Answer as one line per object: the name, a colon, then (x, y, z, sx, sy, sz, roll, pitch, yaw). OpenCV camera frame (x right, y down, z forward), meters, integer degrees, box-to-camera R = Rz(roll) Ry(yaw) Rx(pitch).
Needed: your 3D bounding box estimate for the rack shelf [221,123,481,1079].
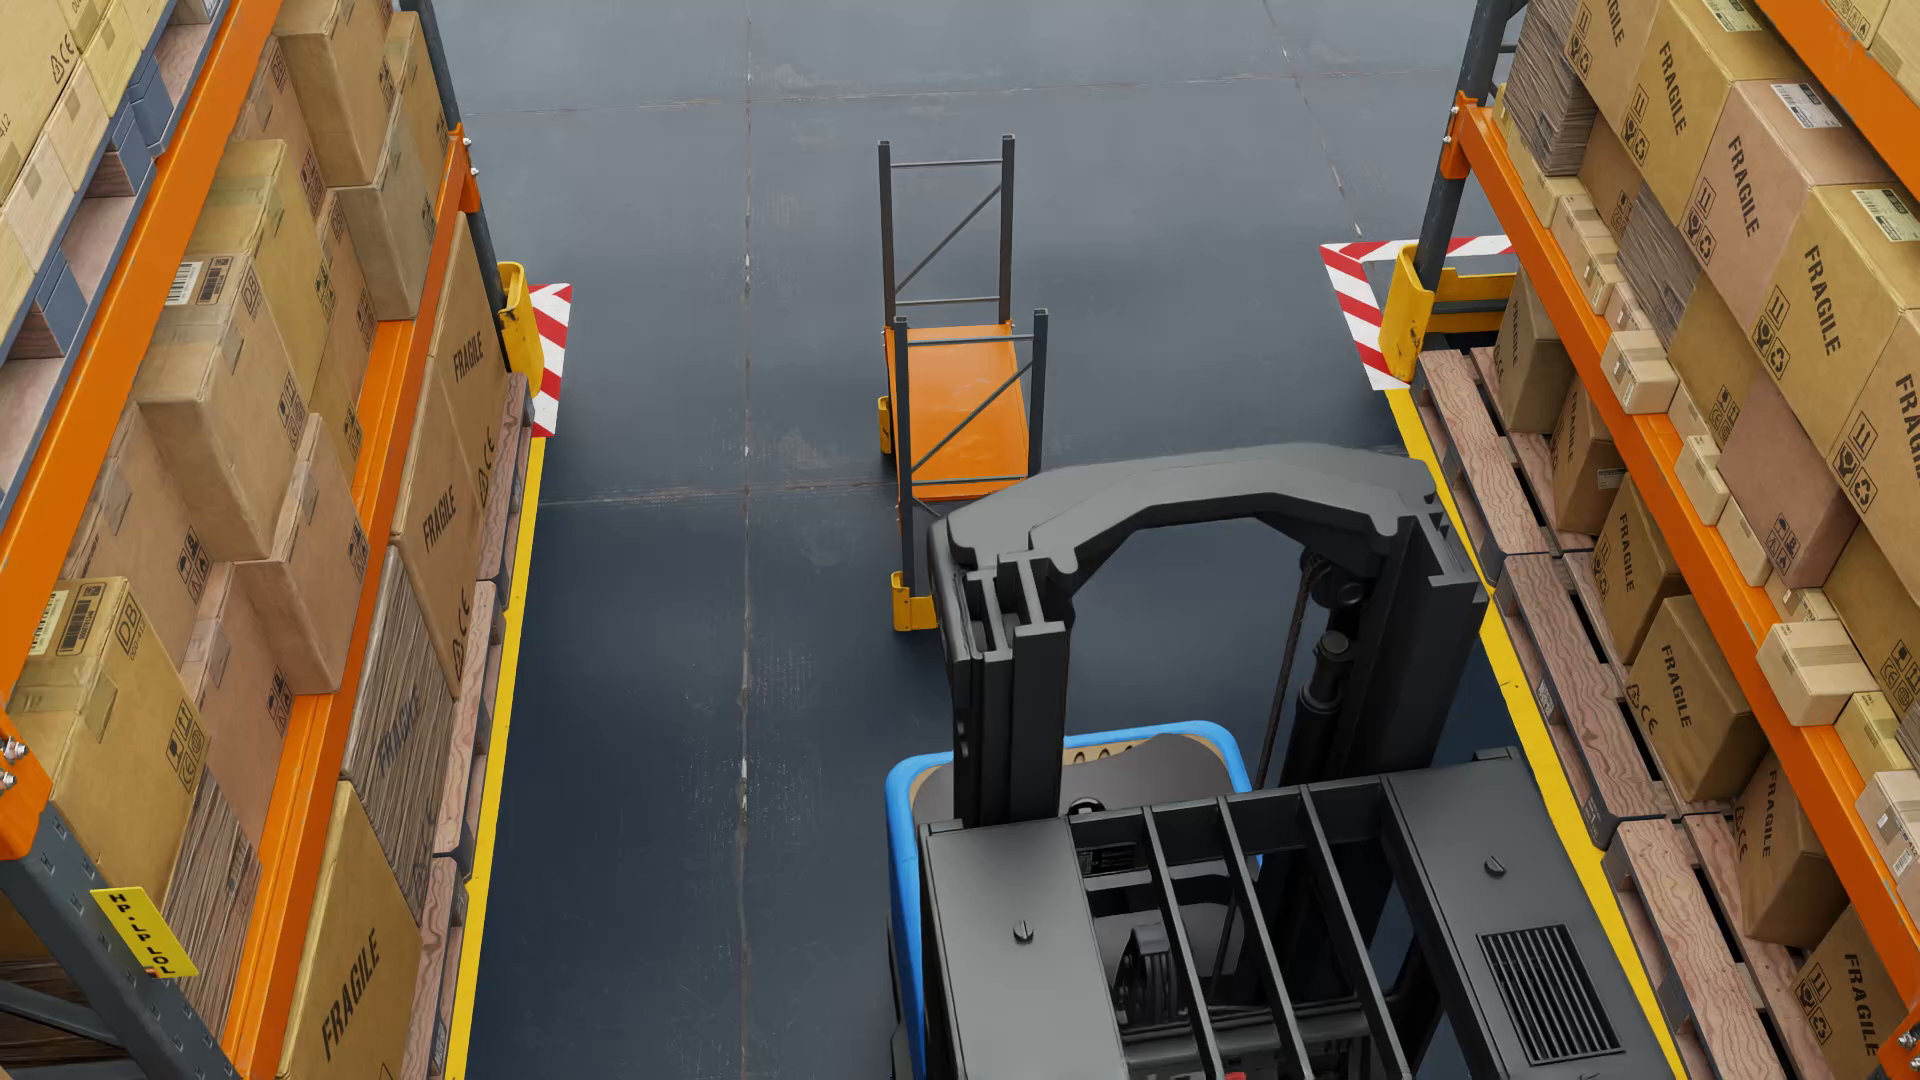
rack shelf: (-2.285, -0.025, 5.204, 1.077, 0.370, 4.000, -3, 47, -3)

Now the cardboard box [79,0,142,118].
cardboard box: (-1.897, -0.970, 3.352, 0.380, 0.149, 0.250, -4, 47, -4)

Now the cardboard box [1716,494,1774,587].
cardboard box: (2.467, -0.013, 4.869, 0.380, 0.149, 0.250, -3, 47, -3)

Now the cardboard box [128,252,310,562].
cardboard box: (-2.184, -0.308, 4.128, 0.875, 0.550, 0.550, -3, 47, -3)

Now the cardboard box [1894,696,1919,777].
cardboard box: (2.857, 0.480, 3.956, 0.875, 0.500, 0.500, -3, 47, -3)

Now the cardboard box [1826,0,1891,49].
cardboard box: (2.417, -1.456, 4.100, 0.500, 0.250, 0.500, -2, 47, -2)

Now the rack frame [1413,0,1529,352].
rack frame: (2.498, -1.948, 6.529, 1.000, 3.000, 0.127, -3, 47, -3)

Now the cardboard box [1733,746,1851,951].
cardboard box: (2.784, 0.955, 5.212, 0.500, 0.500, 0.500, 10, 47, 9)

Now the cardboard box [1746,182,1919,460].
cardboard box: (2.437, -0.567, 4.259, 0.500, 0.500, 0.500, -3, 47, -3)

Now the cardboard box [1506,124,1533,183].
cardboard box: (2.287, -1.459, 6.239, 0.380, 0.149, 0.250, -3, 47, -3)

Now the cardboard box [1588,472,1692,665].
cardboard box: (2.652, 0.104, 6.018, 0.500, 0.500, 0.500, 0, 47, 0)

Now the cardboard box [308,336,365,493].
cardboard box: (-2.301, -0.315, 4.879, 0.875, 0.550, 0.500, -3, 47, -3)

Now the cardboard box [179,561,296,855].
cardboard box: (-2.229, 0.460, 4.145, 0.875, 0.550, 0.550, -3, 47, -3)

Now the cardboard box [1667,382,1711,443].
cardboard box: (2.467, -0.377, 5.214, 0.380, 0.149, 0.250, -3, 47, -3)

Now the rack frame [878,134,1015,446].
rack frame: (-0.050, -0.945, 6.612, 0.500, 1.500, 0.032, -3, 47, -3)

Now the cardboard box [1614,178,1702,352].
cardboard box: (2.677, -0.966, 5.326, 0.875, 0.500, 0.500, -3, 47, -3)

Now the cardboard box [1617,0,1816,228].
cardboard box: (2.351, -1.290, 4.944, 0.500, 0.500, 0.500, -3, 47, -3)

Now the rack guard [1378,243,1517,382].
rack guard: (2.505, -1.034, 7.385, 1.175, 0.500, 0.348, -3, 47, -3)

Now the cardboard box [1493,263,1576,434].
cardboard box: (2.534, -0.780, 6.855, 0.500, 0.500, 0.500, 4, 47, 4)

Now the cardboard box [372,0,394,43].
cardboard box: (-2.460, -1.872, 5.610, 0.875, 0.550, 0.550, -3, 47, -3)

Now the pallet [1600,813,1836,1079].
pallet: (2.742, 1.421, 5.259, 1.003, 0.211, 1.213, -3, 47, -3)

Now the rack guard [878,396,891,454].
rack guard: (-0.048, -0.501, 7.053, 0.587, 0.250, 0.087, -3, 47, -3)

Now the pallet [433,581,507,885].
pallet: (-2.209, 0.693, 5.948, 1.003, 0.211, 1.213, -3, 47, -3)

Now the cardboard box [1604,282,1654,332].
cardboard box: (2.396, -0.737, 5.555, 0.380, 0.149, 0.250, -3, 47, -3)

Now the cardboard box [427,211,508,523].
cardboard box: (-2.330, -0.647, 6.471, 0.875, 0.875, 0.875, -3, 47, -3)

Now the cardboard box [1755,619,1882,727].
cardboard box: (2.418, 0.354, 4.521, 0.380, 0.149, 0.250, -3, 47, -3)

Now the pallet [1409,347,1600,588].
pallet: (2.538, -0.344, 6.931, 1.003, 0.211, 1.213, -3, 47, -3)

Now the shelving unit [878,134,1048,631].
shelving unit: (-0.006, -0.571, 6.258, 0.587, 1.500, 1.083, -3, 47, -3)

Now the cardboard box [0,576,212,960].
cardboard box: (-2.114, 0.482, 3.380, 0.875, 0.550, 0.550, -3, 47, -3)

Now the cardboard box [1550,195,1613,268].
cardboard box: (2.334, -1.098, 5.897, 0.380, 0.149, 0.250, -3, 47, -3)

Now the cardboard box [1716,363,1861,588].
cardboard box: (2.708, -0.240, 4.637, 0.875, 0.500, 0.500, -3, 47, -3)

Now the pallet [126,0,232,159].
pallet: (-2.275, -1.300, 3.910, 1.003, 0.211, 1.213, -3, 47, -3)

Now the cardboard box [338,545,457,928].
cardboard box: (-2.180, 0.649, 5.243, 0.875, 0.875, 0.875, -3, 47, -3)

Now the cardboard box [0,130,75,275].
cardboard box: (-1.852, -0.602, 3.003, 0.380, 0.149, 0.250, -4, 47, -3)

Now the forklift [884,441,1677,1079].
forklift: (0.509, 1.353, 3.450, 1.130, 2.935, 3.031, -6, 47, -6)

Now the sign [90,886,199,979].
sign: (-1.578, 0.763, 3.218, 0.100, 0.325, 0.005, -3, 47, -3)

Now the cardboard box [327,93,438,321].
cardboard box: (-2.309, -1.109, 5.631, 0.875, 0.550, 0.550, -3, 47, -3)

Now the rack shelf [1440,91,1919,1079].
rack shelf: (2.666, -0.254, 5.420, 1.077, 0.370, 4.000, -3, 47, -3)

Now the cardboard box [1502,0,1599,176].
cardboard box: (2.517, -1.685, 6.006, 0.875, 0.500, 0.500, -3, 47, -3)

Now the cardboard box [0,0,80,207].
cardboard box: (-1.923, -0.823, 2.937, 0.500, 0.250, 0.500, -4, 47, -4)

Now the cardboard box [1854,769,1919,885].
cardboard box: (2.511, 0.713, 4.182, 0.380, 0.149, 0.250, -3, 47, -3)

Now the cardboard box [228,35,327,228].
cardboard box: (-2.411, -1.066, 4.847, 0.875, 0.550, 0.550, -3, 47, -3)

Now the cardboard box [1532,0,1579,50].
cardboard box: (2.273, -2.014, 5.629, 0.500, 0.500, 0.500, -3, 47, -3)
